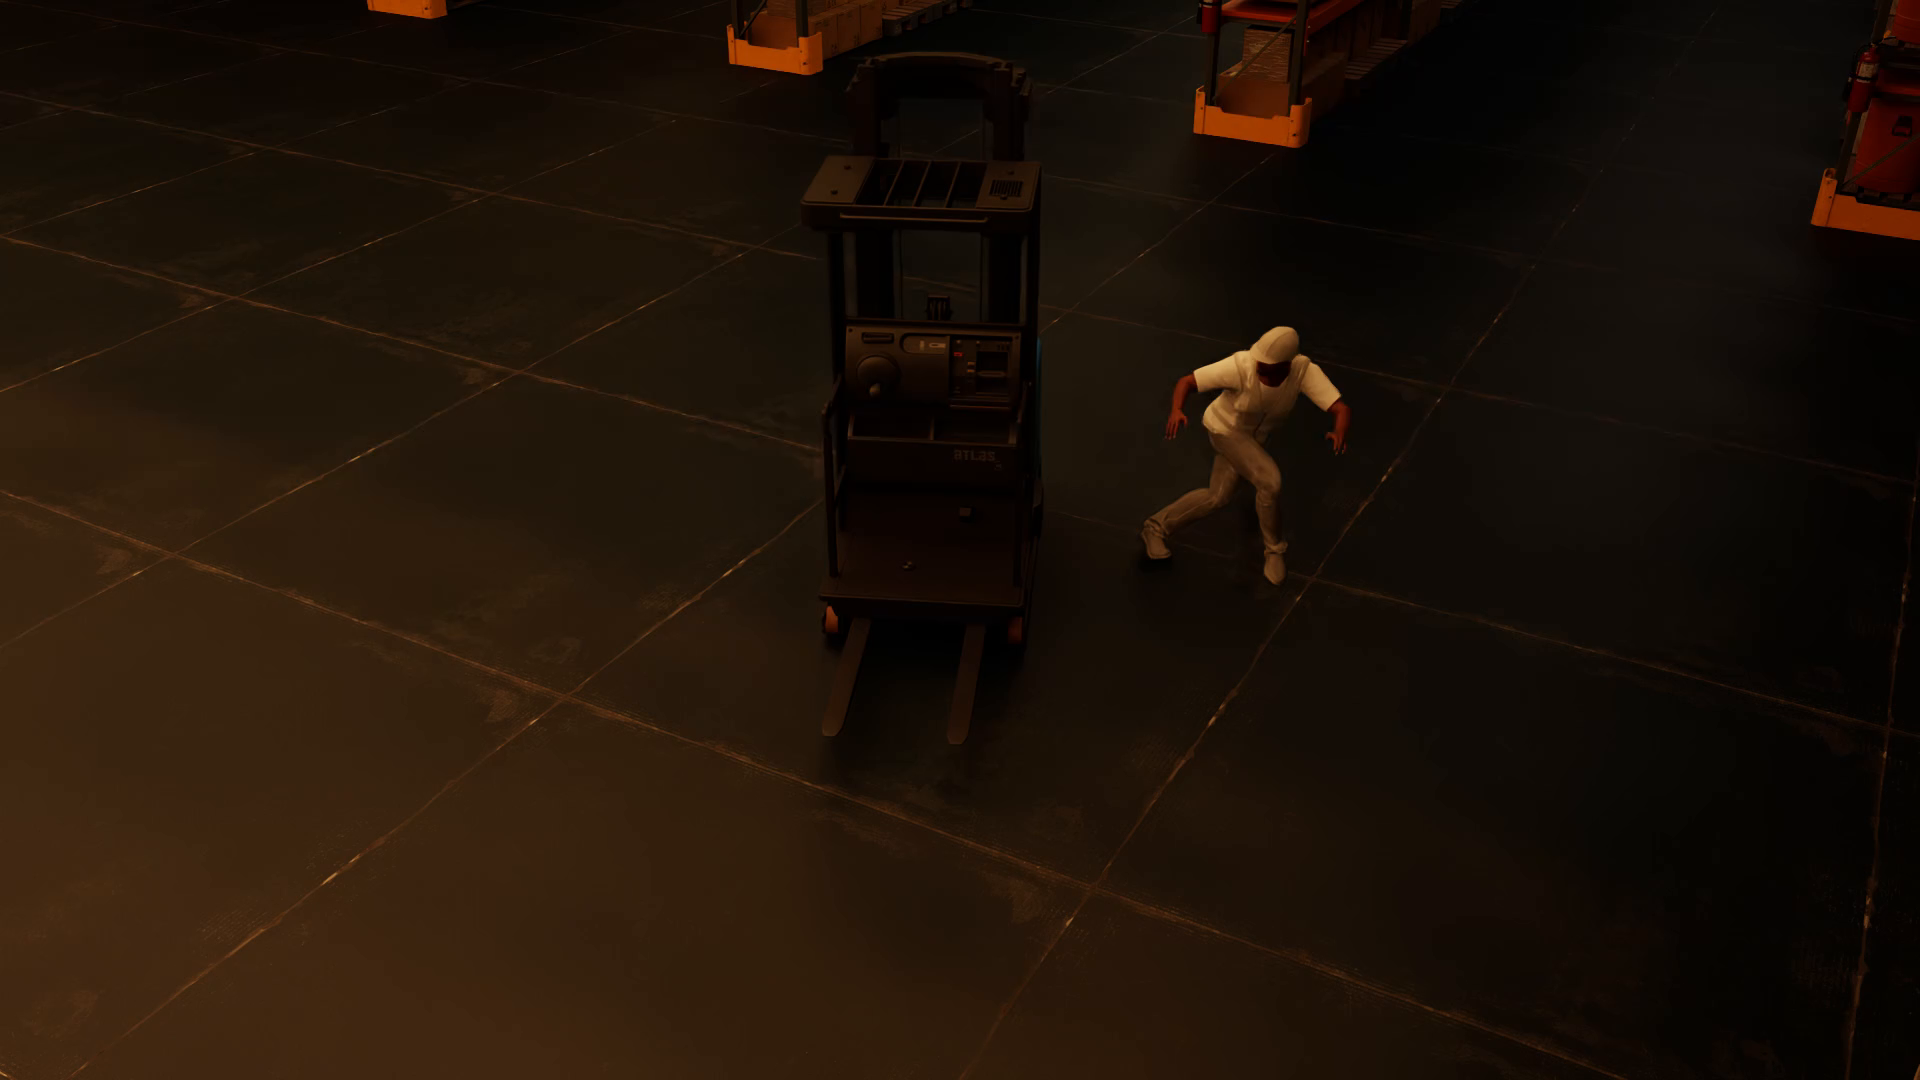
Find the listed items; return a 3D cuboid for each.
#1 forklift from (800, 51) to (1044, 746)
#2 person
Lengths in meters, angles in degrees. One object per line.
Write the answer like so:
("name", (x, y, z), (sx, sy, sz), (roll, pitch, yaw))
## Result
("forklift", (-0.163, -0.876, 8.589), (1.130, 2.935, 3.031), (3, 30, 5))
("person", (1.607, -0.470, 9.310), (1.012, 1.527, 1.040), (-17, 34, -26))
